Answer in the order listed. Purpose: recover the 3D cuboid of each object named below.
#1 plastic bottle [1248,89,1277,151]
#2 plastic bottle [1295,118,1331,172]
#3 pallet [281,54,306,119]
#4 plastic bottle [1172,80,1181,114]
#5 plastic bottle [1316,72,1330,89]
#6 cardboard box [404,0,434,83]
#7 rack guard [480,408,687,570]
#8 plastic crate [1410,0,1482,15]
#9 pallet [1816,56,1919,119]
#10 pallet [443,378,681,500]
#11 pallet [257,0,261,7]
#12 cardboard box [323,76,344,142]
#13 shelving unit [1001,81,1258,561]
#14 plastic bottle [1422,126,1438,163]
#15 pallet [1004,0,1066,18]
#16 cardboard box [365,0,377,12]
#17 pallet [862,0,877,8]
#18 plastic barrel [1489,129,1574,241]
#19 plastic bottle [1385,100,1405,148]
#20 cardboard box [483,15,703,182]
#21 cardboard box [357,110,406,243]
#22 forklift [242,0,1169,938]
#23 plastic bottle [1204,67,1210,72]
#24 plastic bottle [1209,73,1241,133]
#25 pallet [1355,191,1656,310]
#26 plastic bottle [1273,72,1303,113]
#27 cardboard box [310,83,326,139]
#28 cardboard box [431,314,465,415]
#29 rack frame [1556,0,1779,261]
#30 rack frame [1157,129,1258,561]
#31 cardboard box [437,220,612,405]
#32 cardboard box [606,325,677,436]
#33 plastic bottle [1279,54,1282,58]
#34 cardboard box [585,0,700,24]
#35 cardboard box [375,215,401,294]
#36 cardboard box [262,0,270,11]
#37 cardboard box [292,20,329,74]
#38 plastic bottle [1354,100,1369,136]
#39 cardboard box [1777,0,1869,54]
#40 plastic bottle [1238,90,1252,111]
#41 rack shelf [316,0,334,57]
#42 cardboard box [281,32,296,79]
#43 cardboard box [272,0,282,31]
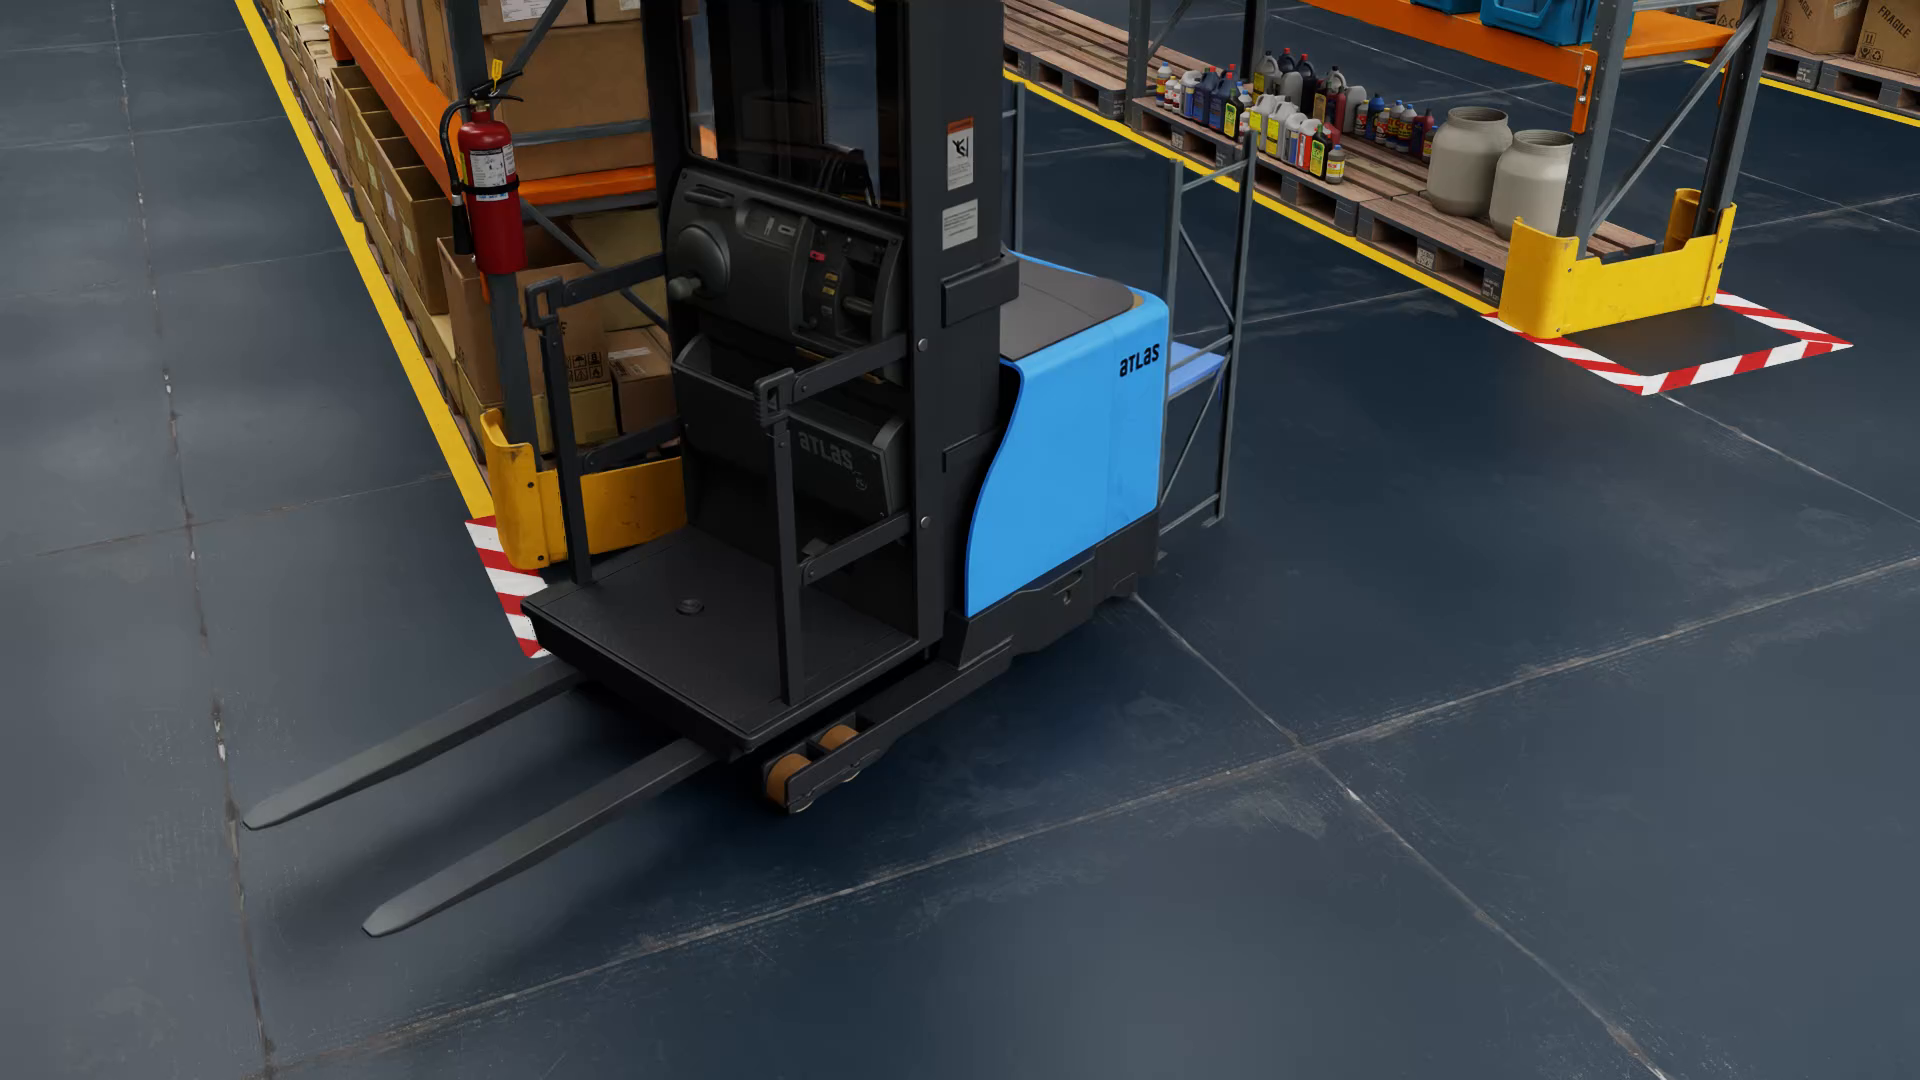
[{"bbox_3d":[1.823,-2.524,9.942,0.144,0.351,0.185,-13,32,-22],"label":"plastic bottle"},{"bbox_3d":[2.038,-2.275,9.576,0.152,0.276,0.135,-13,32,-22],"label":"plastic bottle"},{"bbox_3d":[-4.286,-3.343,11.995,1.003,0.211,1.213,-13,32,-22],"label":"pallet"},{"bbox_3d":[1.416,-2.851,10.678,0.097,0.201,0.097,0,29,0],"label":"plastic bottle"},{"bbox_3d":[2.315,-2.837,10.570,0.061,0.283,0.133,-11,31,-19],"label":"plastic bottle"},{"bbox_3d":[-2.026,-2.333,7.241,0.700,0.500,0.500,-12,31,-21],"label":"cardboard box"},{"bbox_3d":[-1.160,-0.296,6.266,1.175,0.500,0.348,-13,32,-22],"label":"rack guard"},{"bbox_3d":[2.547,-2.817,8.358,0.499,0.251,0.408,-13,32,-22],"label":"plastic crate"},{"bbox_3d":[6.909,-3.197,11.735,1.003,0.211,1.213,-13,32,-22],"label":"pallet"},{"bbox_3d":[-1.536,-0.510,6.943,1.003,0.211,1.213,-13,32,-22],"label":"pallet"},{"bbox_3d":[-5.938,-5.130,15.183,1.003,0.211,1.213,-13,32,-22],"label":"pallet"},{"bbox_3d":[-3.320,-2.511,9.469,0.500,0.311,0.500,-13,32,-22],"label":"cardboard box"},{"bbox_3d":[0.458,-0.816,6.172,1.048,1.500,0.538,23,36,34],"label":"shelving unit"},{"bbox_3d":[2.764,-2.319,9.729,0.097,0.201,0.097,0,29,0],"label":"plastic bottle"},{"bbox_3d":[0.168,-4.402,13.885,1.003,0.211,1.213,-13,32,-22],"label":"pallet"},{"bbox_3d":[-2.691,-3.013,8.453,0.700,0.500,0.500,-14,32,-23],"label":"cardboard box"},{"bbox_3d":[-0.505,-5.092,15.115,1.003,0.211,1.213,-13,32,-22],"label":"pallet"},{"bbox_3d":[2.954,-1.808,8.521,0.421,0.512,0.421,0,29,0],"label":"plastic barrel"},{"bbox_3d":[2.618,-2.499,9.979,0.097,0.271,0.097,0,29,0],"label":"plastic bottle"},{"bbox_3d":[-1.359,-1.649,6.022,0.700,0.500,0.500,-13,32,-22],"label":"cardboard box"},{"bbox_3d":[-2.541,-1.762,7.941,0.500,0.500,0.500,-13,32,-22],"label":"cardboard box"},{"bbox_3d":[-0.658,-0.769,4.624,1.130,2.935,3.031,24,37,36],"label":"forklift"},{"bbox_3d":[1.588,-2.862,10.614,0.061,0.283,0.133,-13,32,-22],"label":"plastic bottle"},{"bbox_3d":[1.641,-2.712,10.277,0.144,0.351,0.185,-15,32,-24],"label":"plastic bottle"},{"bbox_3d":[2.886,-1.603,8.892,1.003,0.211,1.213,-13,32,-22],"label":"pallet"},{"bbox_3d":[2.084,-2.855,10.610,0.152,0.276,0.135,-13,32,-22],"label":"plastic bottle"},{"bbox_3d":[-3.763,-2.720,10.415,0.500,0.250,0.500,-12,32,-21],"label":"cardboard box"},{"bbox_3d":[-1.893,-0.774,6.945,0.500,0.250,0.500,-13,32,-22],"label":"cardboard box"},{"bbox_3d":[3.305,-2.435,7.526,1.000,3.000,0.127,-13,32,-22],"label":"rack frame"},{"bbox_3d":[0.846,-0.655,5.885,0.032,1.500,0.500,23,36,34],"label":"rack frame"},{"bbox_3d":[-1.669,-0.882,6.371,0.500,0.500,0.500,-13,32,-22],"label":"cardboard box"},{"bbox_3d":[-1.199,-0.664,6.750,0.500,0.250,0.500,-13,32,-22],"label":"cardboard box"},{"bbox_3d":[2.093,-3.066,10.978,0.061,0.283,0.133,-11,31,-20],"label":"plastic bottle"},{"bbox_3d":[-1.144,-1.942,5.881,0.380,0.149,0.250,-13,32,-22],"label":"cardboard box"},{"bbox_3d":[-2.542,-1.435,8.124,0.500,0.250,0.500,-13,32,-22],"label":"cardboard box"},{"bbox_3d":[-5.440,-4.625,13.537,0.500,0.500,0.500,-14,32,-24],"label":"cardboard box"},{"bbox_3d":[-3.974,-3.183,10.668,0.500,0.311,0.500,-13,32,-23],"label":"cardboard box"},{"bbox_3d":[2.488,-2.603,10.236,0.097,0.201,0.097,0,29,0],"label":"plastic bottle"},{"bbox_3d":[6.450,-3.898,12.262,0.500,0.500,0.500,-3,29,-6],"label":"cardboard box"},{"bbox_3d":[1.738,-2.620,10.195,0.097,0.271,0.097,0,29,0],"label":"plastic bottle"},{"bbox_3d":[-3.746,-3.733,10.577,1.077,0.370,4.000,-13,32,-22],"label":"rack shelf"},{"bbox_3d":[-4.428,-3.400,11.628,0.500,0.250,0.500,-14,32,-23],"label":"cardboard box"},{"bbox_3d":[-4.645,-3.866,11.886,0.500,0.311,0.500,-12,31,-20],"label":"cardboard box"}]
